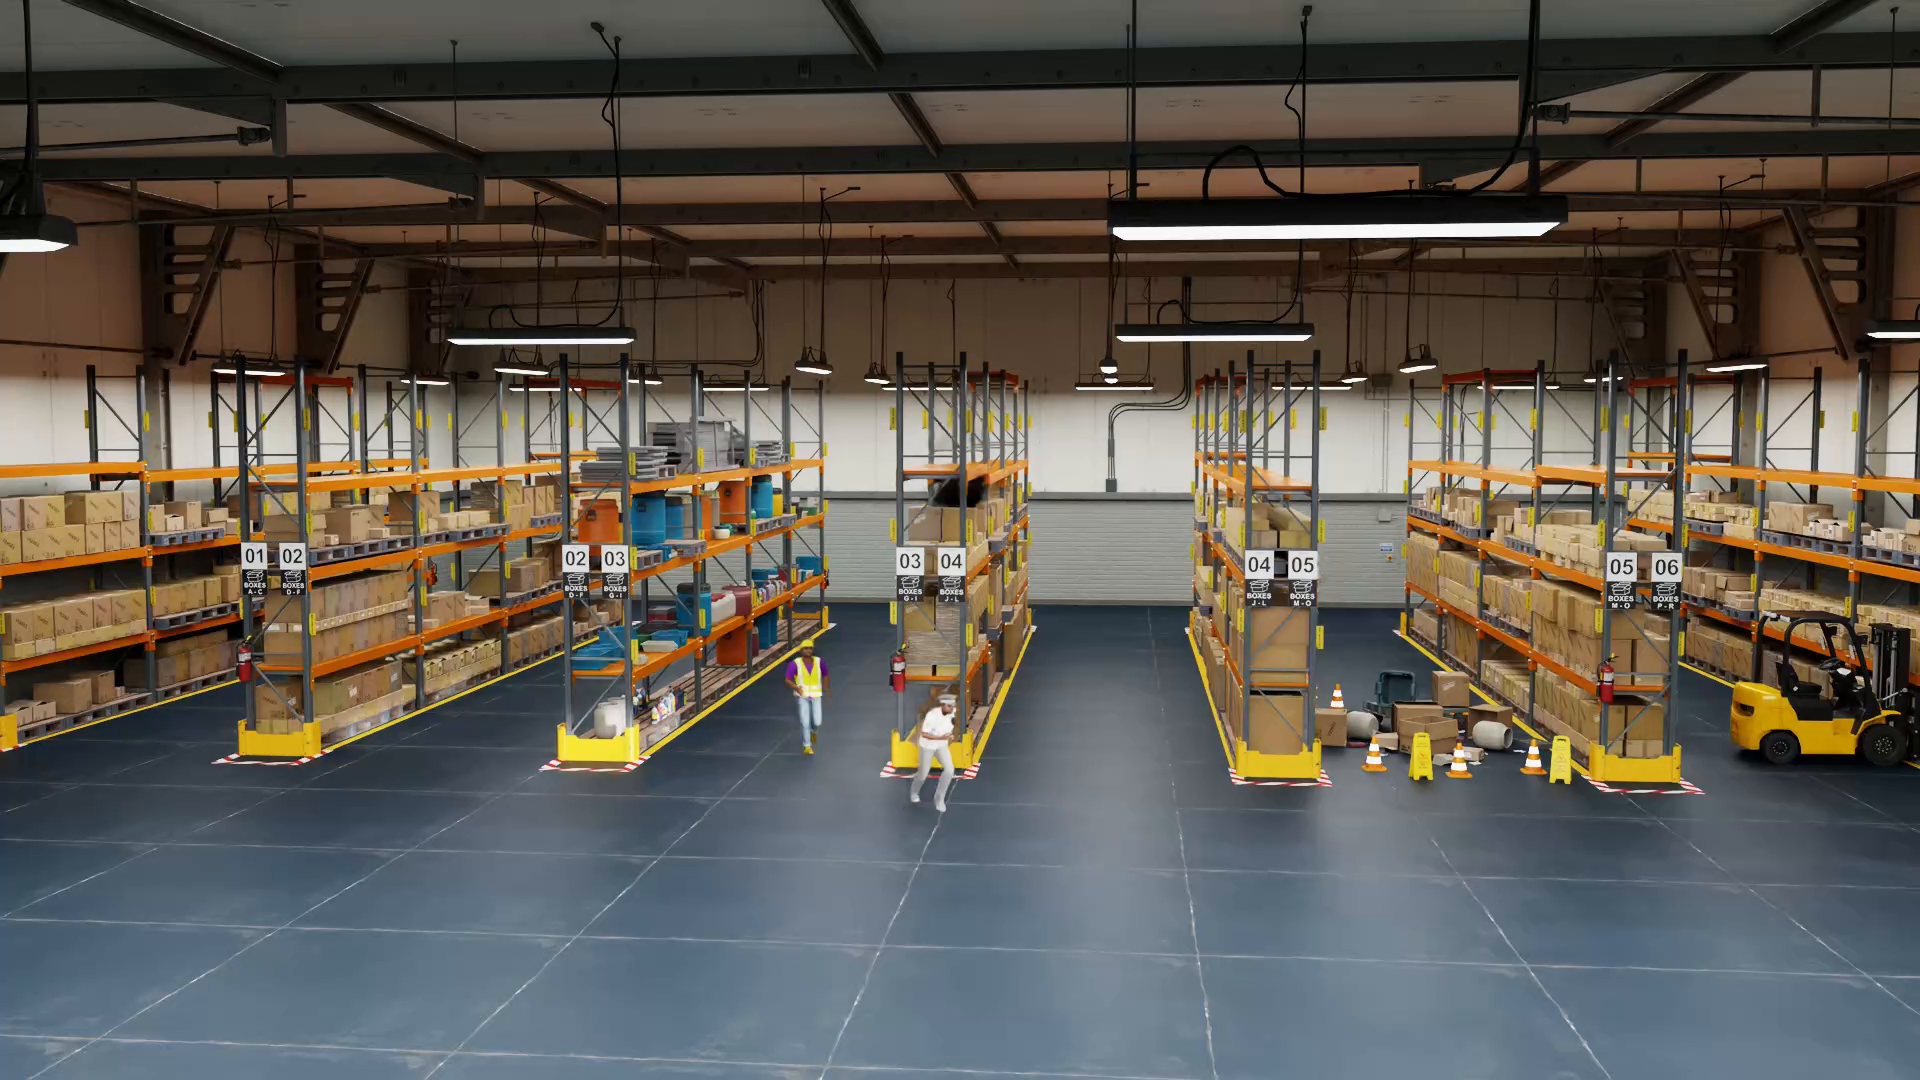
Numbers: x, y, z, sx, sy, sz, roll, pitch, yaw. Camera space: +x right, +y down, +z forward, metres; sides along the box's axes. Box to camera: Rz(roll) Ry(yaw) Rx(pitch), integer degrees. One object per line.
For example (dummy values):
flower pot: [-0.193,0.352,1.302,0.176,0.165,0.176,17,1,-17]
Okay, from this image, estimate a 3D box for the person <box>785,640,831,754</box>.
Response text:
person: [-2.287,2.362,25.099,0.700,1.722,0.582,-1,4,-15]

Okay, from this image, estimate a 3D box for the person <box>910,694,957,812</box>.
person: [-0.323,2.728,21.478,0.613,1.586,0.956,-3,5,-36]
